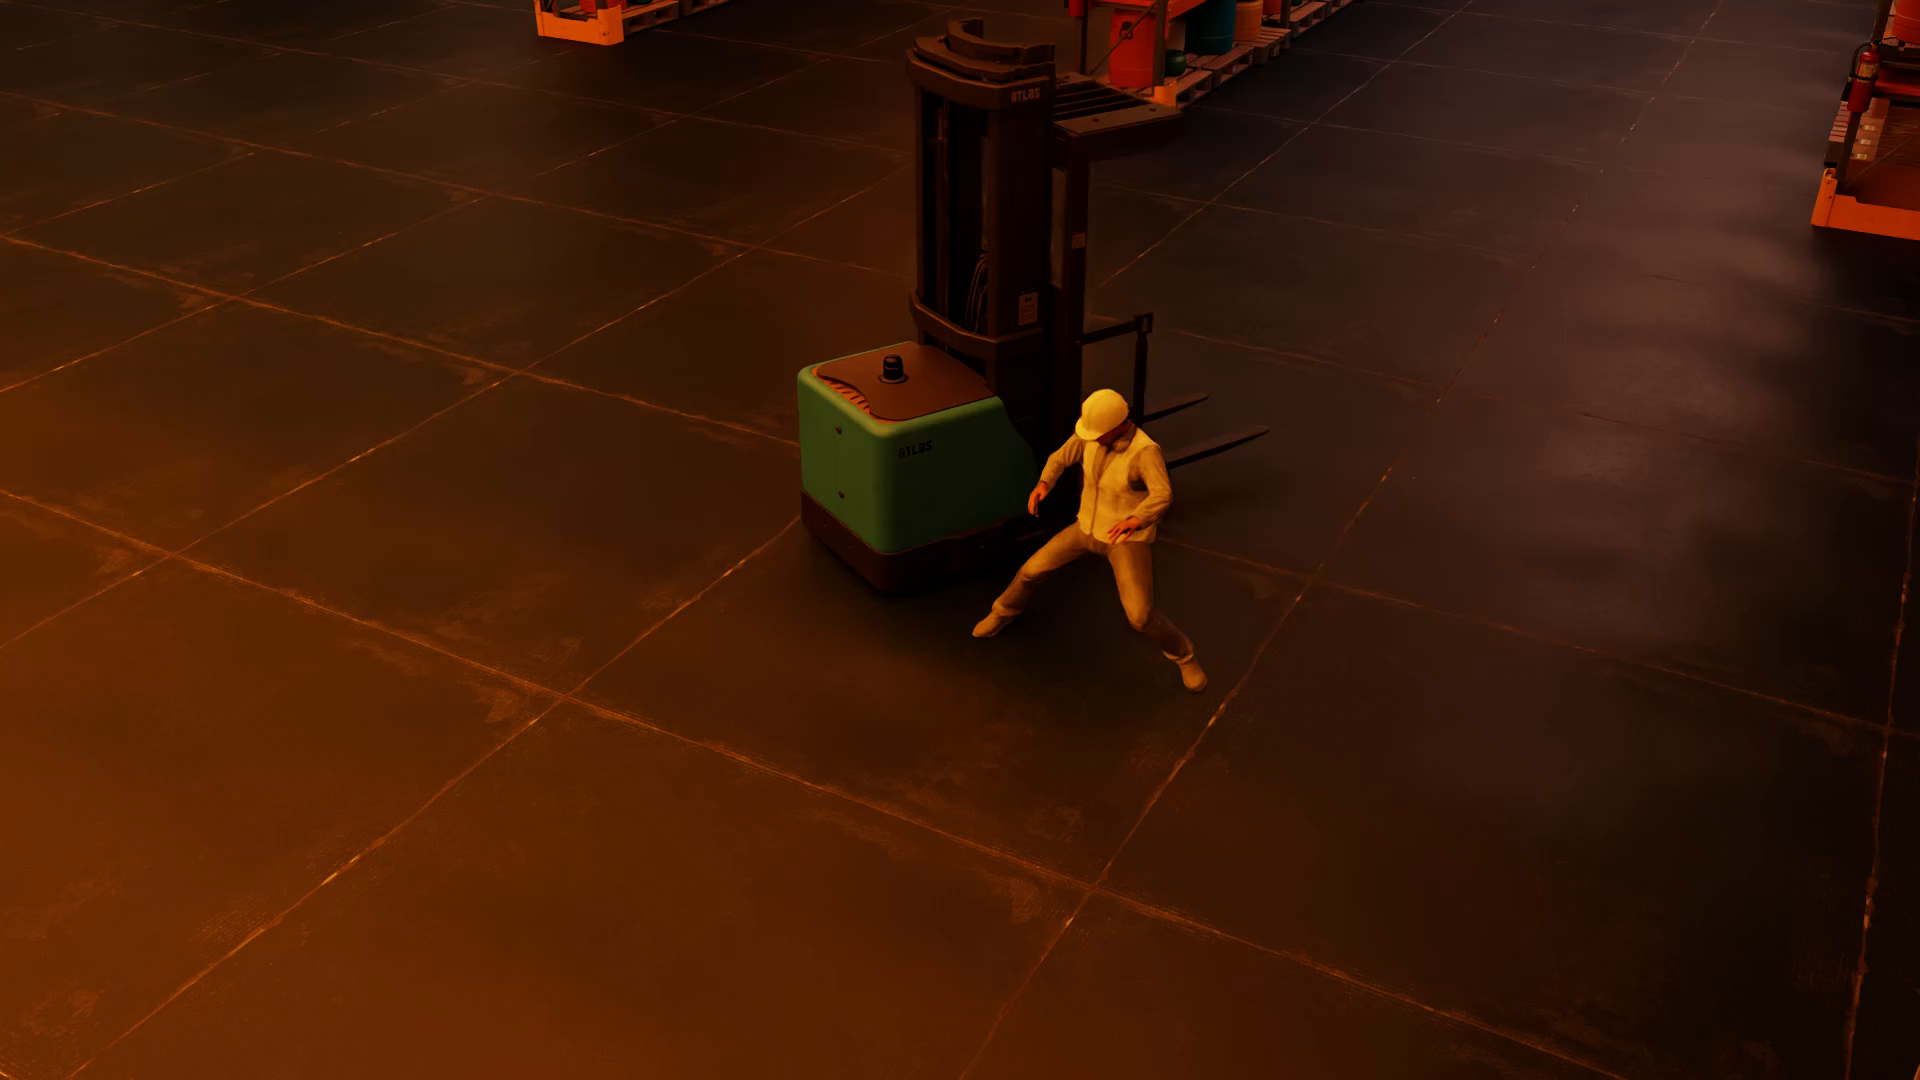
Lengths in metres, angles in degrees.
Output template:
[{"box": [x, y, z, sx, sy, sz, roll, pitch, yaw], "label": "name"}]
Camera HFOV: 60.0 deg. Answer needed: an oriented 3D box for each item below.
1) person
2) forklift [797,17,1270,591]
[{"box": [0.710, -0.031, 8.506, 0.727, 1.552, 1.271, -23, 37, -34], "label": "person"}, {"box": [0.563, -1.527, 9.716, 3.031, 2.935, 1.130, -18, 34, -28], "label": "forklift"}]
